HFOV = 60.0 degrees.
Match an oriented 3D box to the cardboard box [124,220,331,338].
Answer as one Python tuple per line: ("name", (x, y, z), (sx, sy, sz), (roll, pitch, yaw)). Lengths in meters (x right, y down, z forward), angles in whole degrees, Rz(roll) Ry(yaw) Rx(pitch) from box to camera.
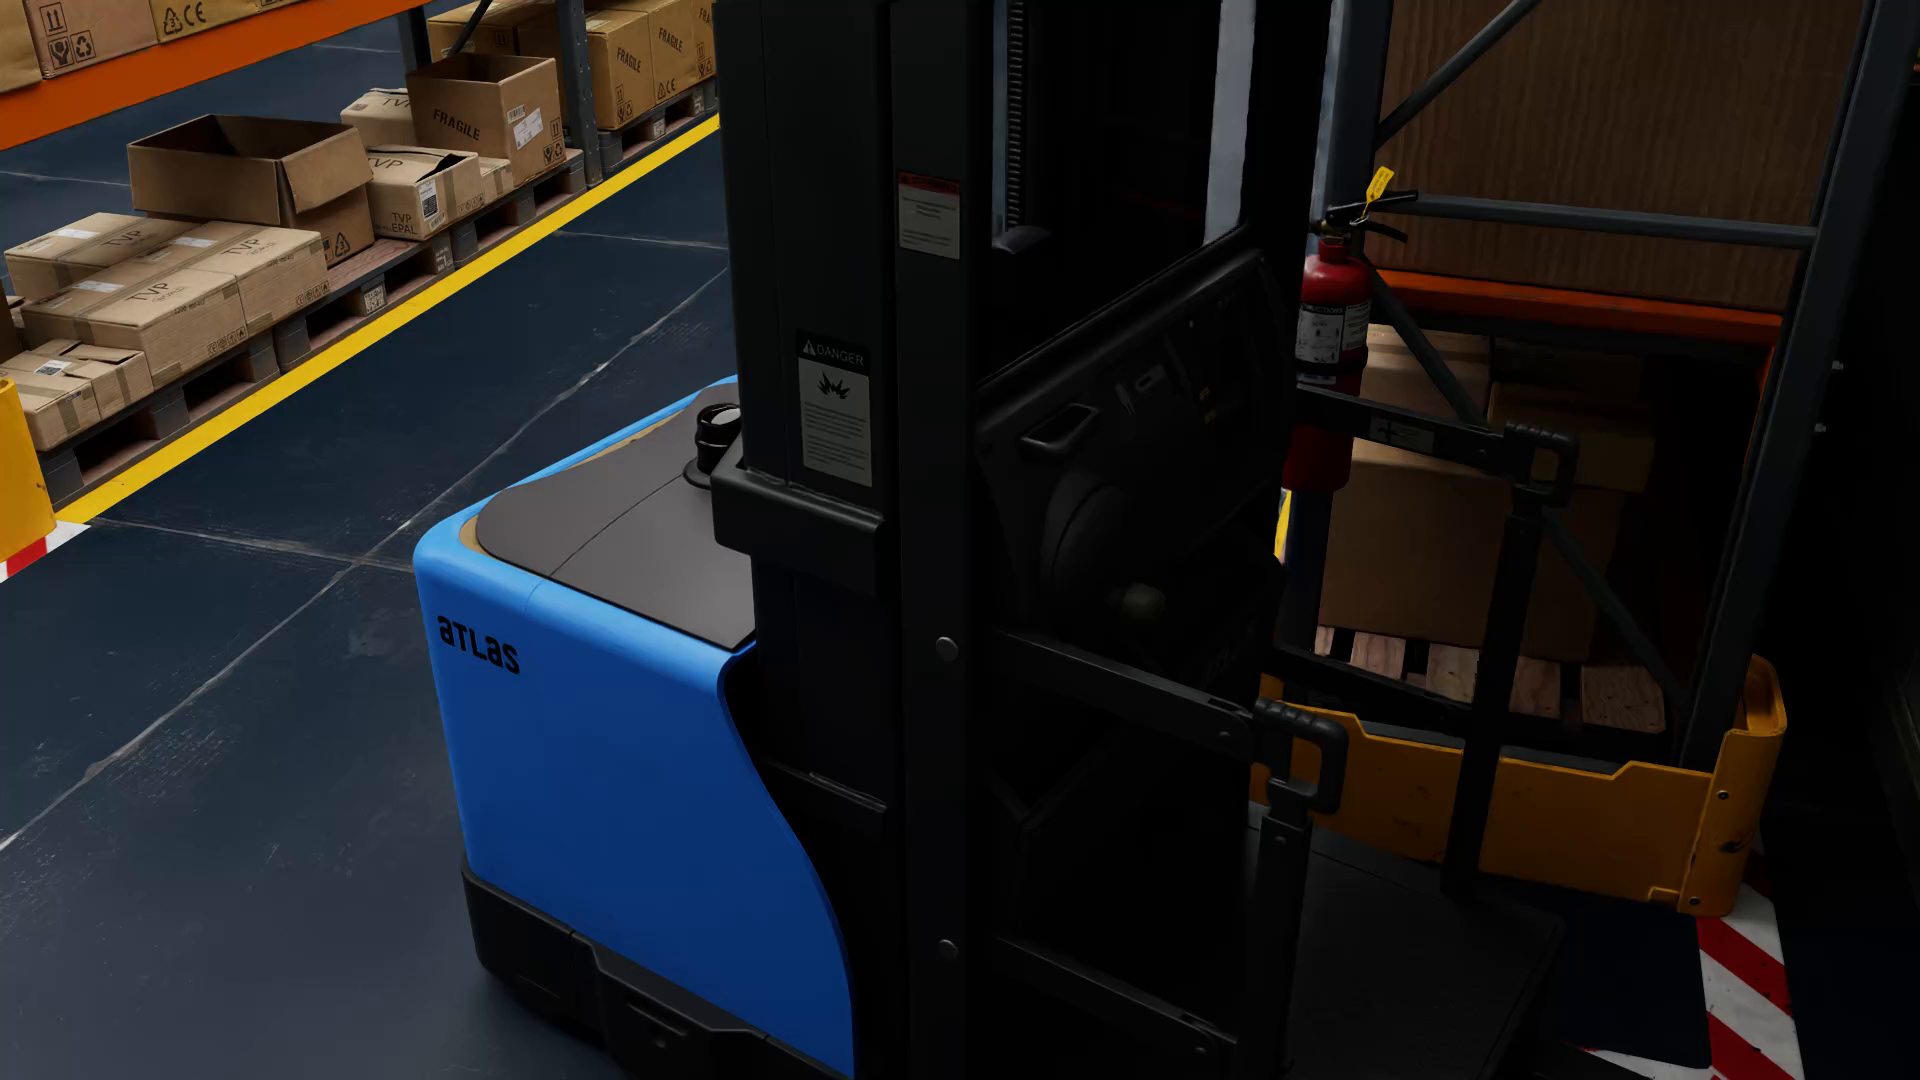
("cardboard box", (-2.781, -1.002, 6.342), (0.500, 0.250, 0.500), (8, 30, 15))

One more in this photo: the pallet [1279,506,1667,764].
("pallet", (1.391, 0.207, 4.662), (1.003, 0.211, 1.213), (8, 30, 15))

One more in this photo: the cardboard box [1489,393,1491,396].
("cardboard box", (1.488, -0.293, 4.830), (0.700, 0.500, 0.500), (8, 30, 15))

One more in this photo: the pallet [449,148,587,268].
("pallet", (-2.534, -1.656, 8.009), (1.003, 0.211, 1.213), (8, 30, 15))

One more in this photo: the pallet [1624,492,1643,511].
("pallet", (1.751, -0.359, 5.678), (1.003, 0.211, 1.213), (8, 30, 15))

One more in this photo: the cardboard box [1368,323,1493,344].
("cardboard box", (1.279, -0.548, 4.622), (0.380, 0.149, 0.250), (9, 30, 16))

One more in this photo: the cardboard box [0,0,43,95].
("cardboard box", (-3.123, -1.547, 4.842), (0.500, 0.500, 0.500), (9, 30, 16))

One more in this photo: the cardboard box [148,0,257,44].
("cardboard box", (-2.827, -2.020, 5.693), (0.500, 0.500, 0.500), (8, 30, 15))

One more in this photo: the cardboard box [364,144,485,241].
("cardboard box", (-2.448, -1.557, 7.276), (0.500, 0.311, 0.500), (8, 30, 15))

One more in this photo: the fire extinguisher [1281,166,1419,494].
("fire extinguisher", (0.746, -0.428, 3.398), (0.296, 0.674, 0.183), (8, 30, 15))

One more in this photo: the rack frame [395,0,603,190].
("rack frame", (-2.332, -3.193, 7.905), (1.000, 3.000, 0.127), (8, 30, 15))

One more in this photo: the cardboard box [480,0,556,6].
("cardboard box", (-2.308, -2.792, 9.302), (0.500, 0.500, 0.500), (9, 30, 15))

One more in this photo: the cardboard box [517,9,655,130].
("cardboard box", (-1.957, -2.483, 8.747), (0.500, 0.500, 0.500), (7, 30, 13))

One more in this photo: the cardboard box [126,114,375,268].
("cardboard box", (-2.878, -1.421, 6.834), (0.797, 0.503, 0.637), (8, 30, 15))

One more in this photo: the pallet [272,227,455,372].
("pallet", (-2.890, -1.087, 6.987), (1.003, 0.211, 1.213), (8, 30, 15))

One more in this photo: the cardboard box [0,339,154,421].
("cardboard box", (-2.981, -0.550, 5.616), (0.380, 0.166, 0.250), (8, 30, 15))

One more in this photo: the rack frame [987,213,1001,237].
("rack frame", (0.020, -0.491, 5.052), (0.200, 1.050, 0.008), (8, 30, 15))

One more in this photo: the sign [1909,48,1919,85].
("sign", (1.760, -0.960, 2.919), (0.100, 0.325, 0.005), (8, 30, 15))

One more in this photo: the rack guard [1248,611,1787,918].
("rack guard", (1.224, 0.474, 3.883), (1.175, 0.500, 0.348), (8, 30, 15))

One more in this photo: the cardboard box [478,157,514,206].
("cardboard box", (-2.280, -1.652, 7.613), (0.380, 0.149, 0.250), (8, 30, 15))

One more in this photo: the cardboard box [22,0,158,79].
("cardboard box", (-2.977, -1.787, 5.274), (0.500, 0.500, 0.500), (8, 30, 14))

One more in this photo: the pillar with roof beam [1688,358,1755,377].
("pillar with roof beam", (-1.089, -5.275, 5.476), (9.100, 9.000, 0.400), (8, 30, 15))

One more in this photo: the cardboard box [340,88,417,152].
("cardboard box", (-2.662, -2.046, 8.156), (0.500, 0.311, 0.500), (8, 30, 15))

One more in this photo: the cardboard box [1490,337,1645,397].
("cardboard box", (1.643, -0.492, 4.522), (0.380, 0.149, 0.250), (9, 30, 15))

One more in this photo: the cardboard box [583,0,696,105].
("cardboard box", (-1.811, -2.733, 9.196), (0.500, 0.500, 0.500), (9, 30, 16))

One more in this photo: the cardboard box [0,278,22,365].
("cardboard box", (-3.582, -0.722, 5.581), (0.500, 0.500, 0.500), (8, 30, 15))

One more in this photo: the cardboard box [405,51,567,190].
("cardboard box", (-2.228, -1.988, 7.857), (0.500, 0.500, 0.500), (8, 30, 15))

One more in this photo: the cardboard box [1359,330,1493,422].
("cardboard box", (1.204, -0.429, 4.408), (0.380, 0.149, 0.250), (8, 30, 14))

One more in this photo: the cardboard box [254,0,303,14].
("cardboard box", (-2.679, -2.252, 6.110), (0.500, 0.500, 0.500), (9, 30, 16))

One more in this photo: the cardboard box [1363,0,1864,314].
("cardboard box", (1.371, -0.999, 3.651), (0.980, 0.700, 0.700), (10, 31, 17))

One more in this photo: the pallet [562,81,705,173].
("pallet", (-2.129, -2.358, 9.272), (1.003, 0.211, 1.213), (8, 30, 15))

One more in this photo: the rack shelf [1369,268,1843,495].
("rack shelf", (1.818, -1.244, 5.141), (1.077, 0.370, 4.000), (8, 30, 15))

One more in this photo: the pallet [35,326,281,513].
("pallet", (-3.250, -0.522, 5.971), (1.003, 0.211, 1.213), (8, 30, 15))

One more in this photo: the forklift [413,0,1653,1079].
("forklift", (0.477, -0.146, 2.498), (3.031, 2.935, 1.130), (18, 34, 29))

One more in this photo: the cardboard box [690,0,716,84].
("cardboard box", (-1.657, -2.964, 9.611), (0.500, 0.500, 0.500), (9, 30, 15))

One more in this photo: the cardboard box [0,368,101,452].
("cardboard box", (-3.054, -0.426, 5.411), (0.380, 0.149, 0.250), (8, 30, 15))

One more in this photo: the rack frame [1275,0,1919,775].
("rack frame", (1.231, -0.629, 3.296), (1.000, 3.000, 0.127), (8, 30, 15))

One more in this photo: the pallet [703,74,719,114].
("pallet", (-1.773, -2.927, 10.294), (1.003, 0.211, 1.213), (8, 30, 15))

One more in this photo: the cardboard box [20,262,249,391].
("cardboard box", (-2.928, -0.770, 5.924), (0.500, 0.250, 0.500), (8, 30, 15))

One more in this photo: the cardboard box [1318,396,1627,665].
("cardboard box", (1.341, -0.060, 4.412), (0.700, 0.500, 0.500), (8, 30, 15))

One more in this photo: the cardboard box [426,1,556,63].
("cardboard box", (-2.461, -2.563, 8.891), (0.500, 0.500, 0.500), (8, 30, 15))

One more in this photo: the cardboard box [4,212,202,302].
("cardboard box", (-3.274, -1.050, 6.428), (0.500, 0.250, 0.500), (8, 30, 15))

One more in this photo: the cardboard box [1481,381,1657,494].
("cardboard box", (1.495, -0.257, 4.098), (0.380, 0.149, 0.250), (9, 30, 15))

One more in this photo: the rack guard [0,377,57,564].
("rack guard", (-3.483, -0.277, 5.234), (1.175, 0.500, 0.348), (8, 30, 15))

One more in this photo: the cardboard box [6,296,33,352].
("cardboard box", (-3.377, -0.752, 5.978), (0.380, 0.166, 0.250), (8, 30, 15))

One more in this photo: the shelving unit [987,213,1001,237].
("shelving unit", (-0.016, -0.434, 4.950), (0.215, 1.050, 0.252), (8, 30, 15))
